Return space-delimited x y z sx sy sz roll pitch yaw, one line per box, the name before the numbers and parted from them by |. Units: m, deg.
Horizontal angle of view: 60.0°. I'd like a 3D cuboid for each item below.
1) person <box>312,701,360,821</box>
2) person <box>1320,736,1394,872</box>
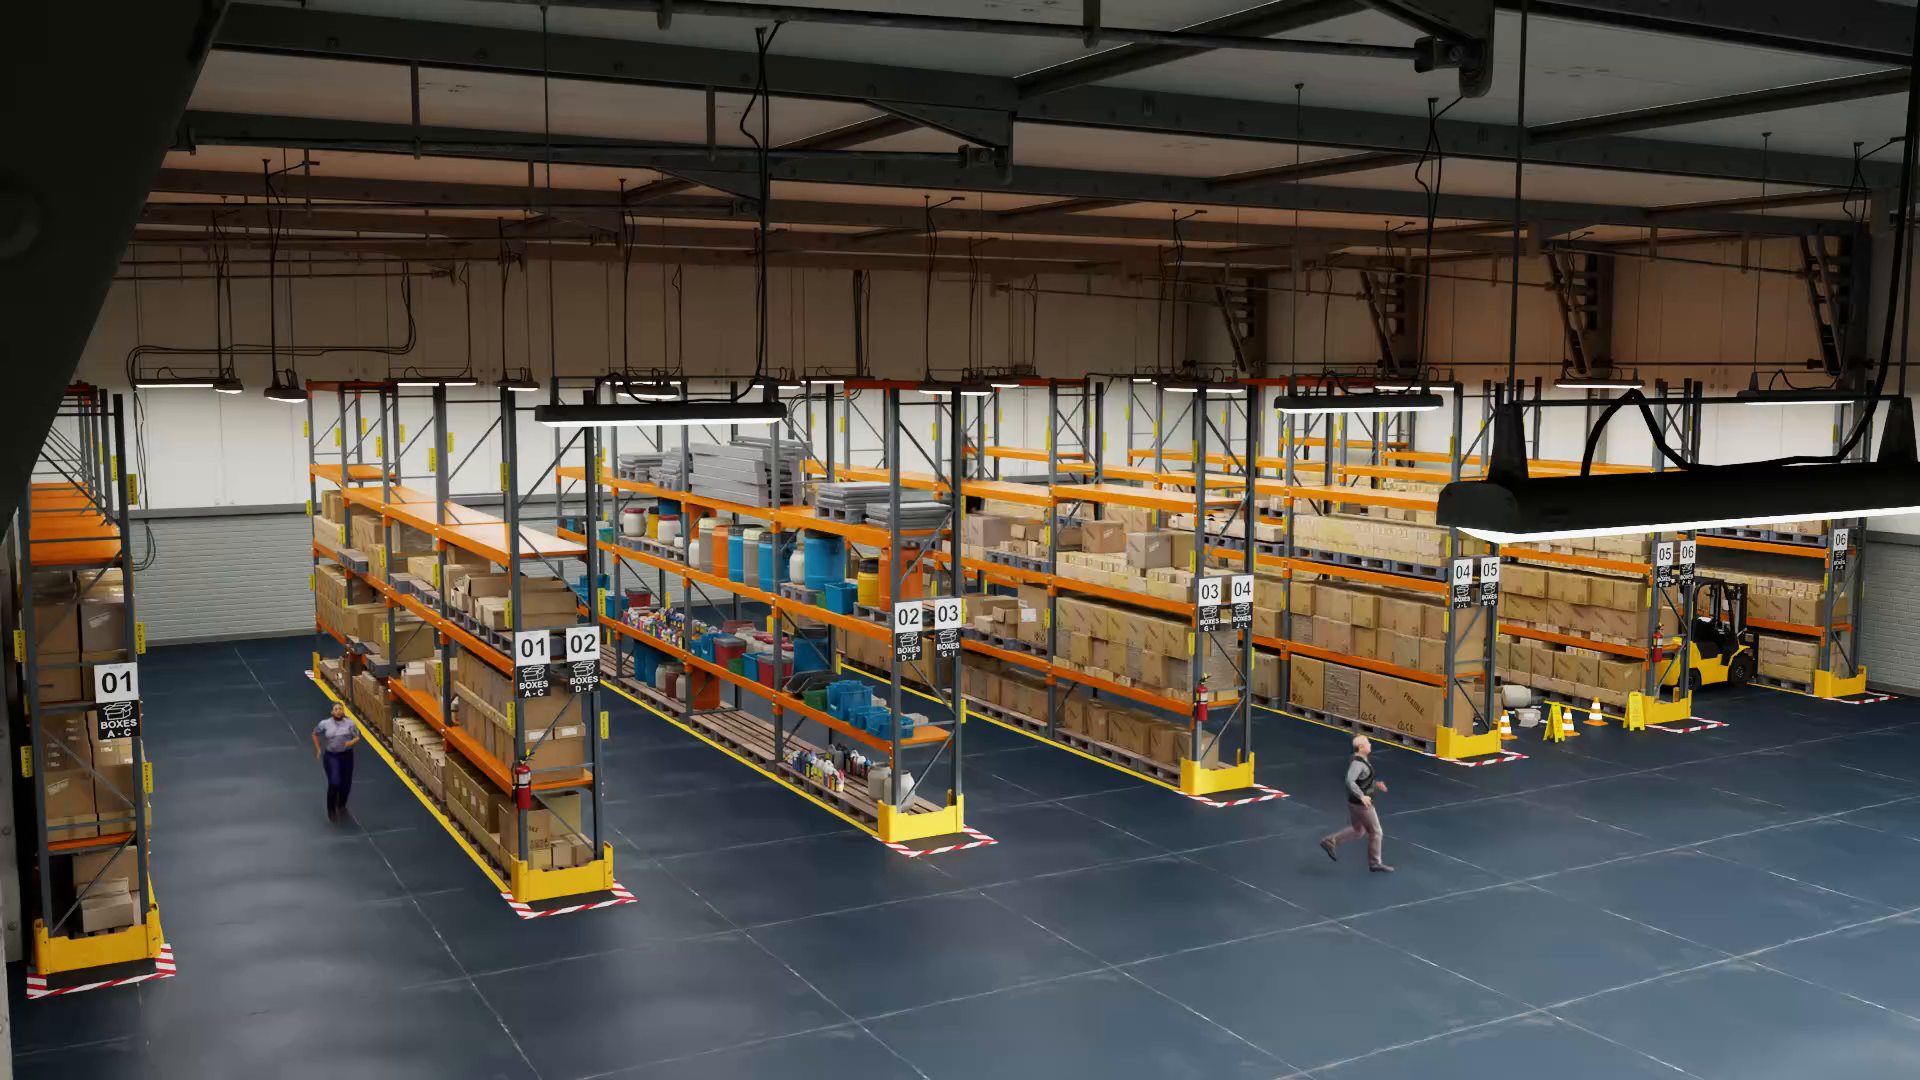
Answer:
person | -8.634 3.066 23.106 0.581 1.655 0.680 -4 7 -33
person | 4.959 3.277 20.696 0.908 1.697 0.684 1 6 7
